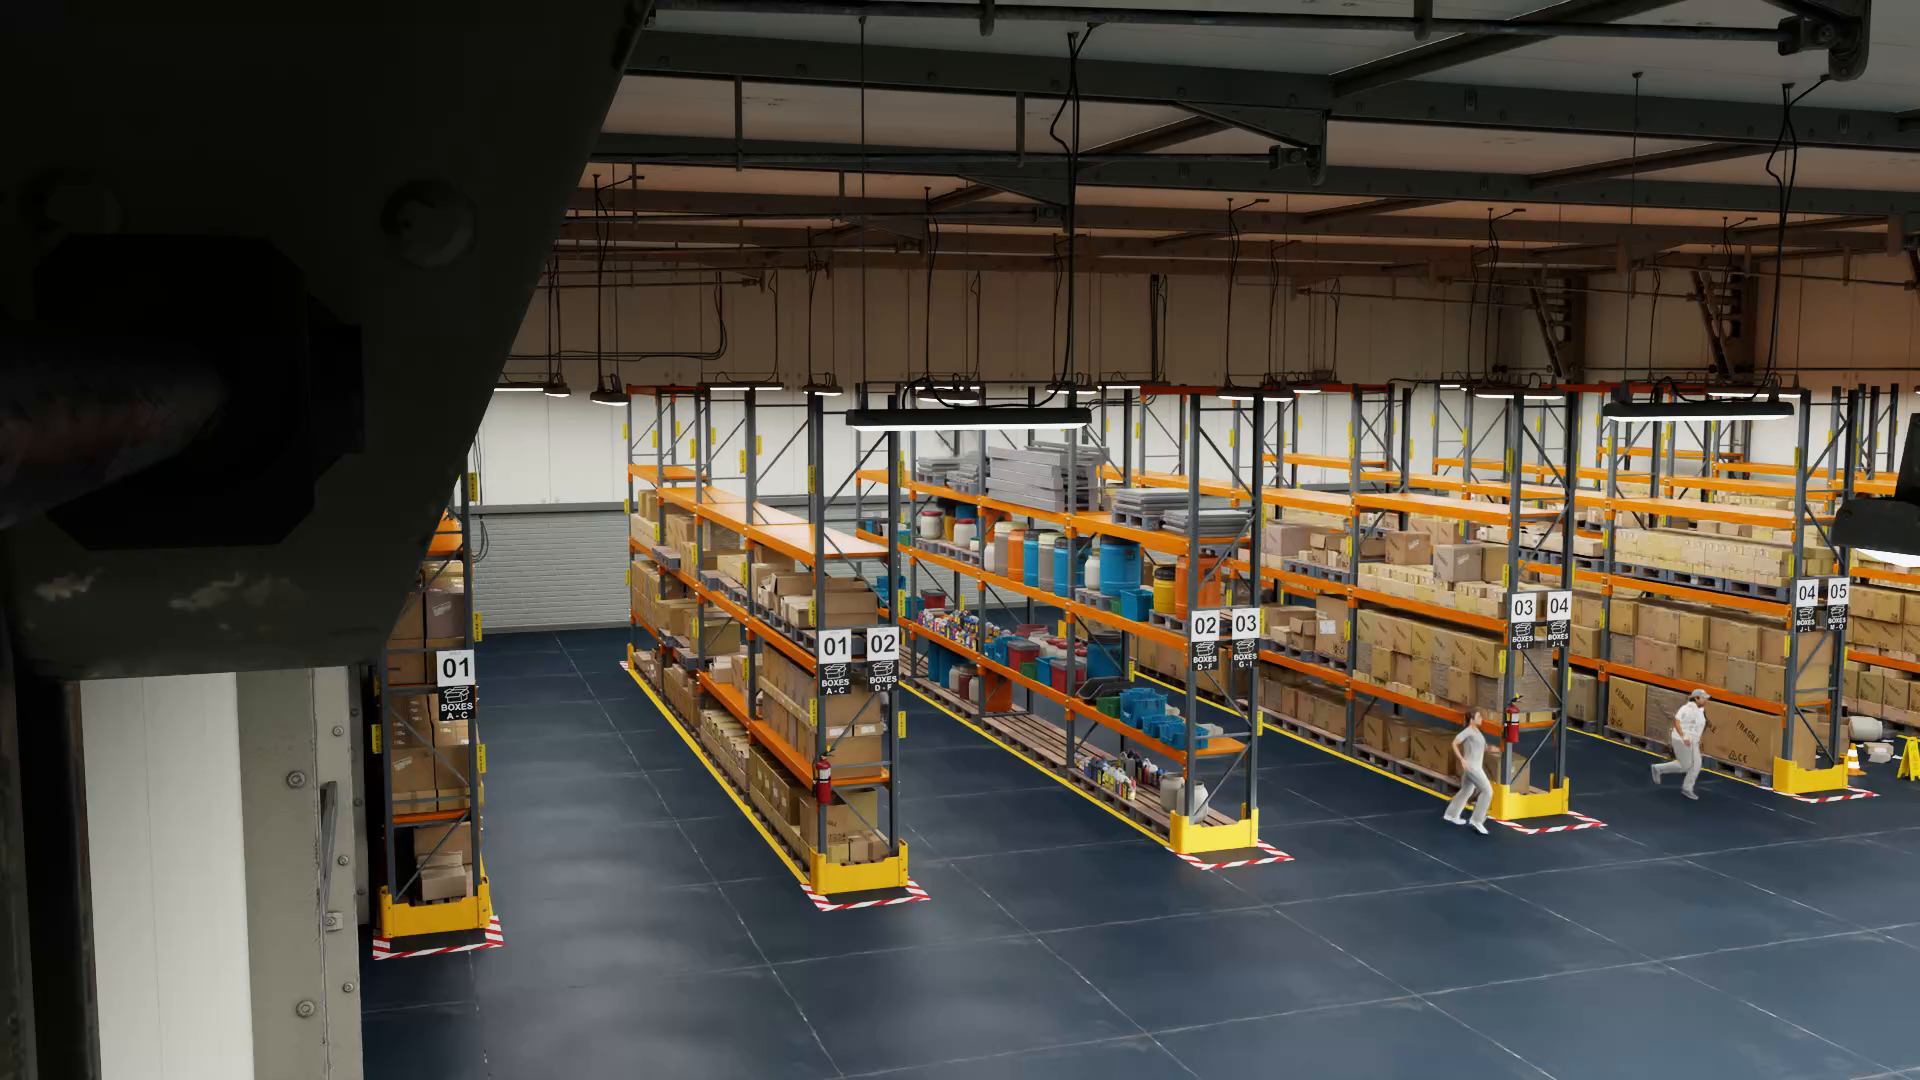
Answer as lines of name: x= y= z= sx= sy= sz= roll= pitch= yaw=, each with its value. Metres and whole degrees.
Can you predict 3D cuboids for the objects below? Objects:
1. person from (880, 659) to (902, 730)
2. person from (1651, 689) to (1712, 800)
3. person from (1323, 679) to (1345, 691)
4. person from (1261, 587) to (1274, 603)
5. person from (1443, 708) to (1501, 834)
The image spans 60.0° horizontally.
person: x=-1.267 y=2.573 z=29.008 sx=0.530 sy=1.528 sz=0.608 roll=-2 pitch=6 yaw=-22
person: x=10.780 y=2.996 z=24.812 sx=0.756 sy=1.623 sz=0.618 roll=5 pitch=8 yaw=43
person: x=7.442 y=2.079 z=32.761 sx=0.732 sy=1.765 sz=0.816 roll=-3 pitch=7 yaw=-26
person: x=7.799 y=1.200 z=41.400 sx=0.627 sy=1.729 sz=0.776 roll=2 pitch=6 yaw=23
person: x=7.010 y=3.152 z=22.777 sx=0.740 sy=1.716 sz=0.536 roll=3 pitch=6 yaw=25
